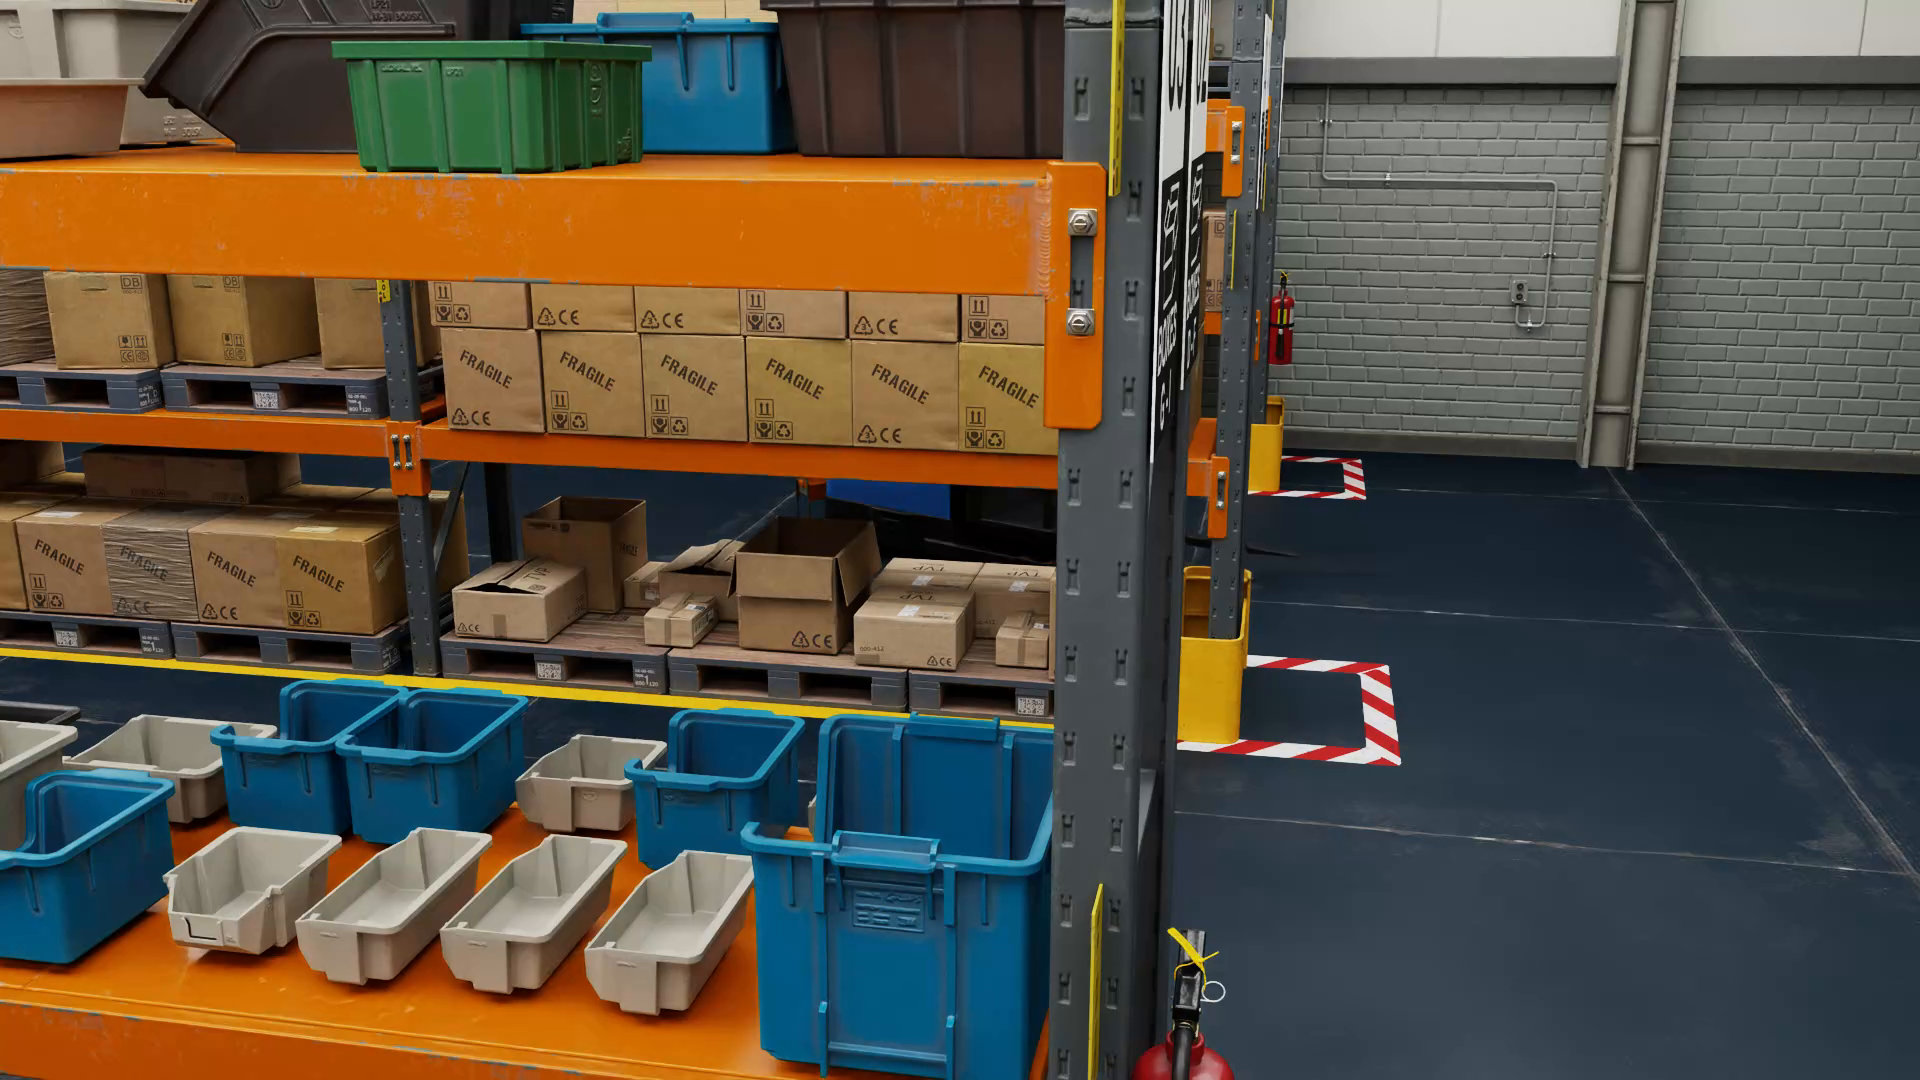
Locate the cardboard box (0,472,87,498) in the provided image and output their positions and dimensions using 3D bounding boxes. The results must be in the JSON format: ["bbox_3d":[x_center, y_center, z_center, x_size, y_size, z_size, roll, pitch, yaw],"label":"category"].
[{"bbox_3d":[-5.077,-0.082,9.527,0.500,0.500,0.500,3,16,9],"label":"cardboard box"}]

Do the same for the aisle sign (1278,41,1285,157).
[{"bbox_3d":[2.286,-3.131,11.808,0.004,0.787,0.394,3,16,11],"label":"aisle sign"}]

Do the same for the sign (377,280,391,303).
[{"bbox_3d":[-2.735,-1.290,7.862,0.005,0.325,0.100,3,16,11],"label":"sign"}]

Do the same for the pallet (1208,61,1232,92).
[{"bbox_3d":[1.546,-3.401,12.196,1.213,0.211,1.003,3,16,11],"label":"pallet"}]

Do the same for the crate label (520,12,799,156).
[{"bbox_3d":[-0.539,-0.877,3.198,0.502,0.251,0.408,3,16,11],"label":"crate label"}]

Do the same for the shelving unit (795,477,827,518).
[{"bbox_3d":[-0.948,-0.572,11.082,0.252,1.050,0.215,-9,18,-28],"label":"shelving unit"}]

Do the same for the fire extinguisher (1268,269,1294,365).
[{"bbox_3d":[2.331,-1.615,12.047,0.183,0.674,0.296,3,16,11],"label":"fire extinguisher"}]

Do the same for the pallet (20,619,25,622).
[{"bbox_3d":[-5.824,0.303,9.503,1.213,0.211,1.003,3,16,11],"label":"pallet"}]

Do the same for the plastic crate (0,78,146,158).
[{"bbox_3d":[-1.773,-0.733,2.893,0.530,0.136,0.437,3,16,11],"label":"plastic crate"}]

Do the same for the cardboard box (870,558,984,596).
[{"bbox_3d":[-0.164,0.292,8.646,0.500,0.250,0.500,3,16,11],"label":"cardboard box"}]

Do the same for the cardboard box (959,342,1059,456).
[{"bbox_3d":[0.290,-0.692,7.685,0.500,0.500,0.500,3,16,12],"label":"cardboard box"}]

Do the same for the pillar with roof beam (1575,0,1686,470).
[{"bbox_3d":[4.236,-3.809,7.884,0.400,9.000,9.100,3,16,11],"label":"pillar with roof beam"}]

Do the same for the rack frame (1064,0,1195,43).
[{"bbox_3d":[0.301,-2.260,2.295,0.127,3.000,1.000,3,16,11],"label":"rack frame"}]

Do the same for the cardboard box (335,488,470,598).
[{"bbox_3d":[-3.053,0.025,9.139,0.500,0.500,0.500,2,16,9],"label":"cardboard box"}]

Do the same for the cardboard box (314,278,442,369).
[{"bbox_3d":[-3.048,-1.212,8.774,0.500,0.500,0.700,-2,16,-8],"label":"cardboard box"}]

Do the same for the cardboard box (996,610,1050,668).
[{"bbox_3d":[0.331,0.479,8.127,0.250,0.166,0.380,3,16,11],"label":"cardboard box"}]

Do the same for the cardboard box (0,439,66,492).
[{"bbox_3d":[-5.528,-0.469,9.520,0.500,0.250,0.500,4,16,13],"label":"cardboard box"}]

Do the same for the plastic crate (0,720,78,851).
[{"bbox_3d":[-2.159,0.576,3.405,0.530,0.282,0.437,3,16,11],"label":"plastic crate"}]

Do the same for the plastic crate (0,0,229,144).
[{"bbox_3d":[-1.809,-0.956,3.429,0.530,0.282,0.437,3,16,11],"label":"plastic crate"}]

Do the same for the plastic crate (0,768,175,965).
[{"bbox_3d":[-1.762,0.640,3.263,0.300,0.233,0.416,3,16,11],"label":"plastic crate"}]

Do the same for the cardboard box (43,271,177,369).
[{"bbox_3d":[-4.371,-1.206,8.753,0.500,0.500,0.700,-1,16,-3],"label":"cardboard box"}]

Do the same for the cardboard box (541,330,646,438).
[{"bbox_3d":[-1.680,-0.801,8.078,0.500,0.500,0.500,3,16,12],"label":"cardboard box"}]

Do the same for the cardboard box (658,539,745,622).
[{"bbox_3d":[-1.278,0.202,8.856,0.500,0.311,0.500,3,16,11],"label":"cardboard box"}]

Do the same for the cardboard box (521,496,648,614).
[{"bbox_3d":[-2.013,0.071,8.975,0.500,0.500,0.500,3,16,11],"label":"cardboard box"}]

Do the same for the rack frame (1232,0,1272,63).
[{"bbox_3d":[1.292,-3.556,6.972,0.127,3.000,1.000,3,16,11],"label":"rack frame"}]

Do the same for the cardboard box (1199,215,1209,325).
[{"bbox_3d":[0.910,-1.287,7.961,0.500,0.500,0.500,4,16,13],"label":"cardboard box"}]

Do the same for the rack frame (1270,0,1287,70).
[{"bbox_3d":[2.275,-4.852,11.651,0.127,3.000,1.000,3,16,11],"label":"rack frame"}]

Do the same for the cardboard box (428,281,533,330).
[{"bbox_3d":[-2.222,-1.309,8.038,0.500,0.500,0.500,4,16,13],"label":"cardboard box"}]

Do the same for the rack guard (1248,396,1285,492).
[{"bbox_3d":[2.299,-0.755,12.781,0.348,0.500,1.175,3,16,11],"label":"rack guard"}]

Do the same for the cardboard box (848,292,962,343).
[{"bbox_3d":[-0.203,-1.200,7.644,0.500,0.500,0.500,4,16,13],"label":"cardboard box"}]

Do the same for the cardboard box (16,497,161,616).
[{"bbox_3d":[-4.641,0.082,8.936,0.500,0.500,0.500,3,16,9],"label":"cardboard box"}]

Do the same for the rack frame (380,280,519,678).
[{"bbox_3d":[-2.628,-0.878,8.541,0.127,3.000,1.000,3,16,11],"label":"rack frame"}]

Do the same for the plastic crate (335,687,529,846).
[{"bbox_3d":[-1.165,0.513,3.722,0.300,0.233,0.416,3,16,11],"label":"plastic crate"}]

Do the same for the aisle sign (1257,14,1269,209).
[{"bbox_3d":[1.298,-1.834,7.124,0.004,0.787,0.394,3,16,11],"label":"aisle sign"}]

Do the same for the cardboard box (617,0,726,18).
[{"bbox_3d":[-1.223,-2.345,7.565,0.500,0.250,0.500,3,16,11],"label":"cardboard box"}]

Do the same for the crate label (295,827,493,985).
[{"bbox_3d":[-1.093,0.705,3.209,0.243,0.136,0.396,3,16,11],"label":"crate label"}]

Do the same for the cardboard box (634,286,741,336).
[{"bbox_3d":[-1.213,-1.254,7.841,0.500,0.500,0.500,3,16,9],"label":"cardboard box"}]

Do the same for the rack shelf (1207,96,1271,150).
[{"bbox_3d":[0.316,-3.166,12.532,4.000,0.370,1.077,3,16,11],"label":"rack shelf"}]

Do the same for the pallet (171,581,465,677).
[{"bbox_3d":[-3.432,0.433,9.034,1.213,0.211,1.003,3,16,11],"label":"pallet"}]

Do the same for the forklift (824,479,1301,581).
[{"bbox_3d":[0.603,-1.281,10.125,3.031,2.935,1.130,11,19,34],"label":"forklift"}]

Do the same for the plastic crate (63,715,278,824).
[{"bbox_3d":[-1.852,0.530,3.841,0.466,0.136,0.293,3,16,11],"label":"plastic crate"}]

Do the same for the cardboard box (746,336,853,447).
[{"bbox_3d":[-0.692,-0.747,7.883,0.500,0.500,0.500,3,16,10],"label":"cardboard box"}]

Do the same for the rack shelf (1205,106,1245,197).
[{"bbox_3d":[-0.668,-1.870,7.853,4.000,0.370,1.077,3,16,11],"label":"rack shelf"}]

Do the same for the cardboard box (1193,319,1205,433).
[{"bbox_3d":[0.910,-0.806,8.094,0.500,0.500,0.500,3,16,12],"label":"cardboard box"}]

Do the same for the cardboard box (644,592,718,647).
[{"bbox_3d":[-1.410,0.398,8.419,0.250,0.166,0.380,3,16,11],"label":"cardboard box"}]

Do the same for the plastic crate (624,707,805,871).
[{"bbox_3d":[-0.520,0.548,3.595,0.300,0.233,0.416,3,16,11],"label":"plastic crate"}]

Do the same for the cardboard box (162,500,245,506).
[{"bbox_3d":[-4.066,-0.029,9.334,0.500,0.500,0.500,3,16,12],"label":"cardboard box"}]

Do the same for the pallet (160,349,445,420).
[{"bbox_3d":[-3.389,-0.856,8.824,1.213,0.211,1.003,3,16,11],"label":"pallet"}]

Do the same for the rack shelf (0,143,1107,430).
[{"bbox_3d":[-1.659,-0.575,3.176,4.000,0.370,1.077,3,16,11],"label":"rack shelf"}]

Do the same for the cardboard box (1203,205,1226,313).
[{"bbox_3d":[1.774,-2.130,12.501,0.700,0.700,0.980,4,16,14],"label":"cardboard box"}]

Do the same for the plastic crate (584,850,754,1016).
[{"bbox_3d":[-0.534,0.733,3.109,0.243,0.136,0.396,3,16,11],"label":"plastic crate"}]

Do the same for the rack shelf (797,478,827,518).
[{"bbox_3d":[-0.944,-0.294,11.160,0.240,0.259,0.215,-9,18,-28],"label":"rack shelf"}]

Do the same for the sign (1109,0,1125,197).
[{"bbox_3d":[0.207,-0.620,2.187,0.005,0.325,0.100,3,16,11],"label":"sign"}]

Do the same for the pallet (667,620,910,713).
[{"bbox_3d":[-0.756,0.567,8.549,1.213,0.211,1.003,3,16,11],"label":"pallet"}]

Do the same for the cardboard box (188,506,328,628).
[{"bbox_3d":[-3.651,0.135,8.743,0.500,0.500,0.500,3,16,11],"label":"cardboard box"}]

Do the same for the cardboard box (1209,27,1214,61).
[{"bbox_3d":[1.609,-3.688,12.374,0.500,0.250,0.500,4,16,14],"label":"cardboard box"}]

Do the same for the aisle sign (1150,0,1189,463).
[{"bbox_3d":[0.313,-0.542,2.459,0.004,0.787,0.394,3,16,11],"label":"aisle sign"}]

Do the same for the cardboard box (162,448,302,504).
[{"bbox_3d":[-4.033,-0.389,9.231,0.500,0.250,0.500,3,16,11],"label":"cardboard box"}]

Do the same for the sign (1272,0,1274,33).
[{"bbox_3d":[2.154,-3.654,11.434,0.005,0.325,0.100,3,16,11],"label":"sign"}]

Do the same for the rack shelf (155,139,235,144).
[{"bbox_3d":[-4.588,-2.083,8.621,4.000,0.370,1.077,3,16,11],"label":"rack shelf"}]
